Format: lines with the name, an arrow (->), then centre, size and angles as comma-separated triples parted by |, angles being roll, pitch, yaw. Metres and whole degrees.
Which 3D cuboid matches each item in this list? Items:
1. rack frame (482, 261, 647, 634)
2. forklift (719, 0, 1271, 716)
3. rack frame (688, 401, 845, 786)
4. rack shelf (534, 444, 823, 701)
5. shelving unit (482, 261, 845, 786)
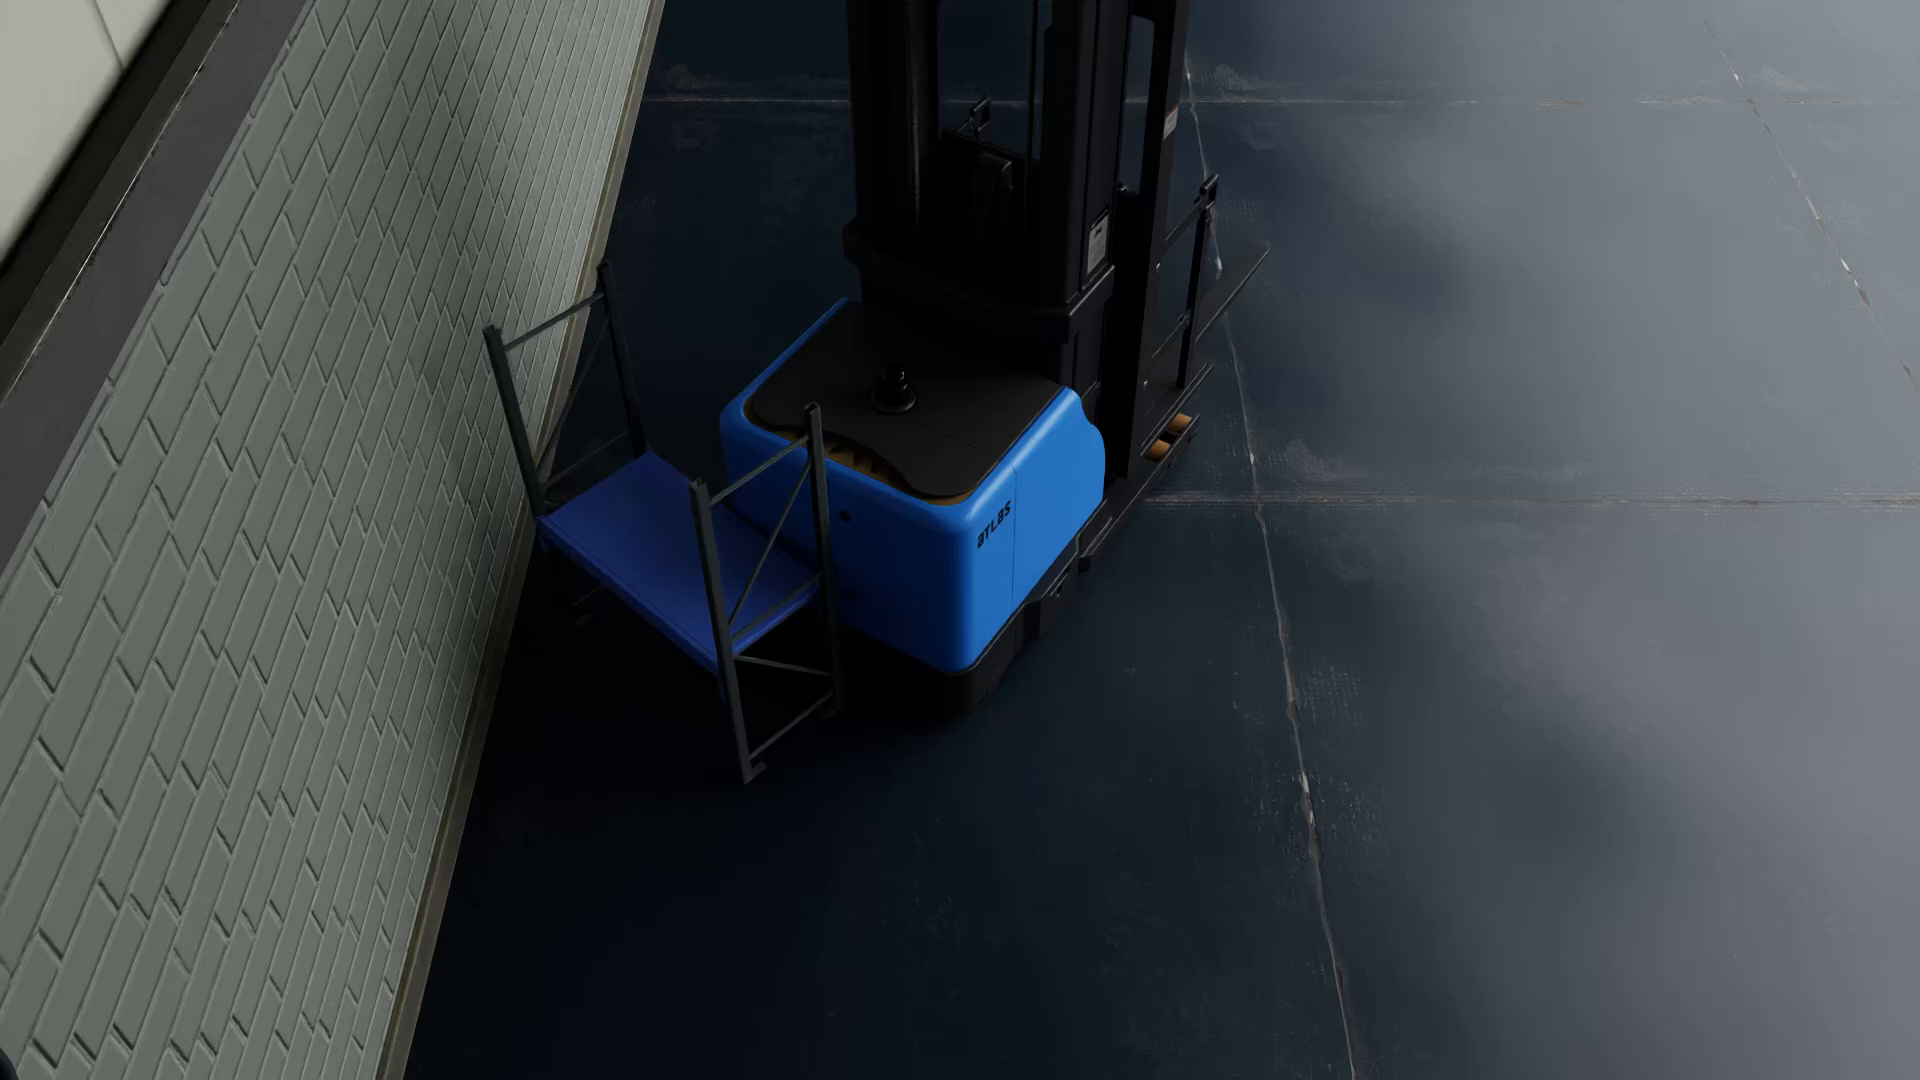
rack frame -> -1.347, -0.287, 5.992 | 0.032, 1.500, 0.500 | 35, 56, 28
forklift -> 0.361, -1.421, 6.070 | 1.130, 2.935, 3.031 | 25, 52, 21
rack frame -> -0.610, 0.226, 5.515 | 0.032, 1.500, 0.500 | 35, 56, 28
rack shelf -> -0.979, 0.092, 5.885 | 1.000, 0.185, 0.538 | 35, 56, 28
shelving unit -> -0.979, -0.030, 5.753 | 1.048, 1.500, 0.538 | 35, 56, 28
